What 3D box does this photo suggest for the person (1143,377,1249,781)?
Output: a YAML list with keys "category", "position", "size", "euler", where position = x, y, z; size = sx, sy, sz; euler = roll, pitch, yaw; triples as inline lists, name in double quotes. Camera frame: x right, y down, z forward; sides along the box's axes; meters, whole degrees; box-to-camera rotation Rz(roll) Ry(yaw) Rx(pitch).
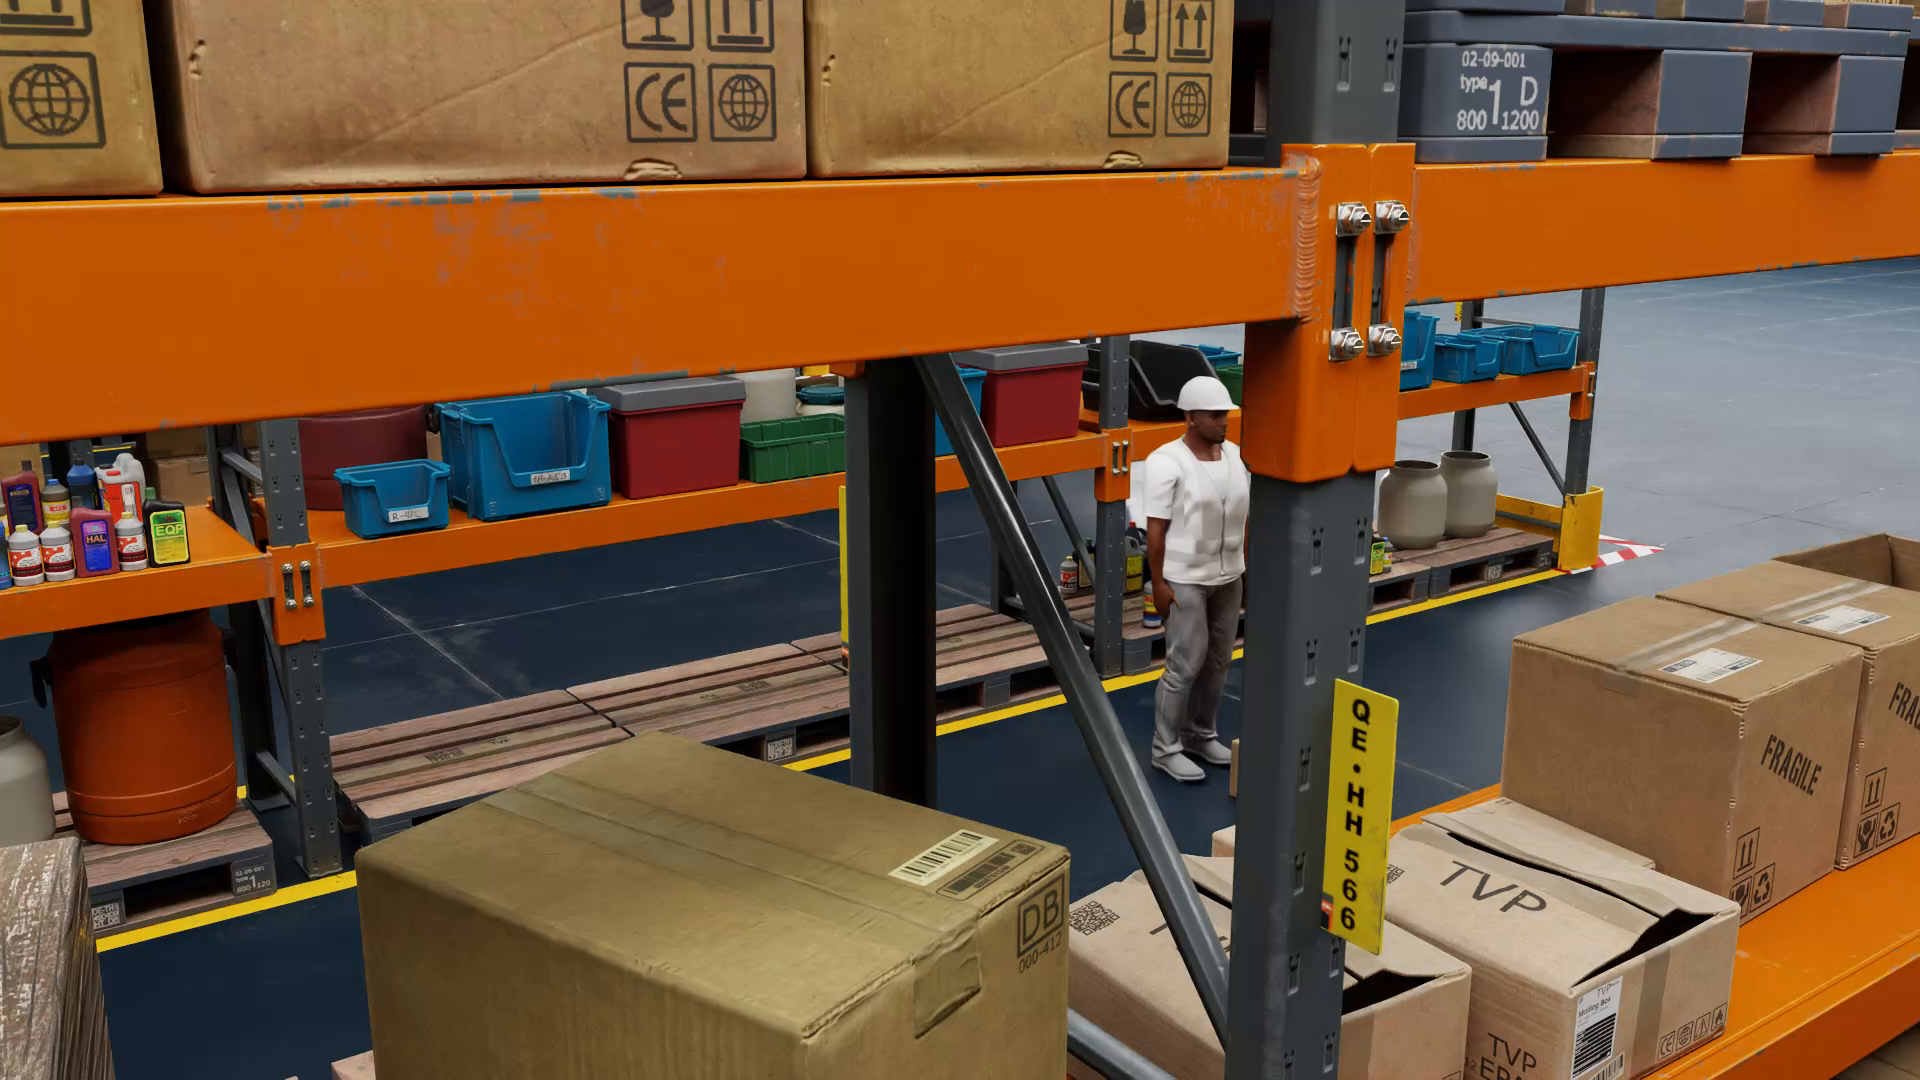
- category: "person"
  position: [1.075, 0.163, 7.331]
  size: [0.564, 1.762, 0.392]
  euler: [-10, 17, -33]
